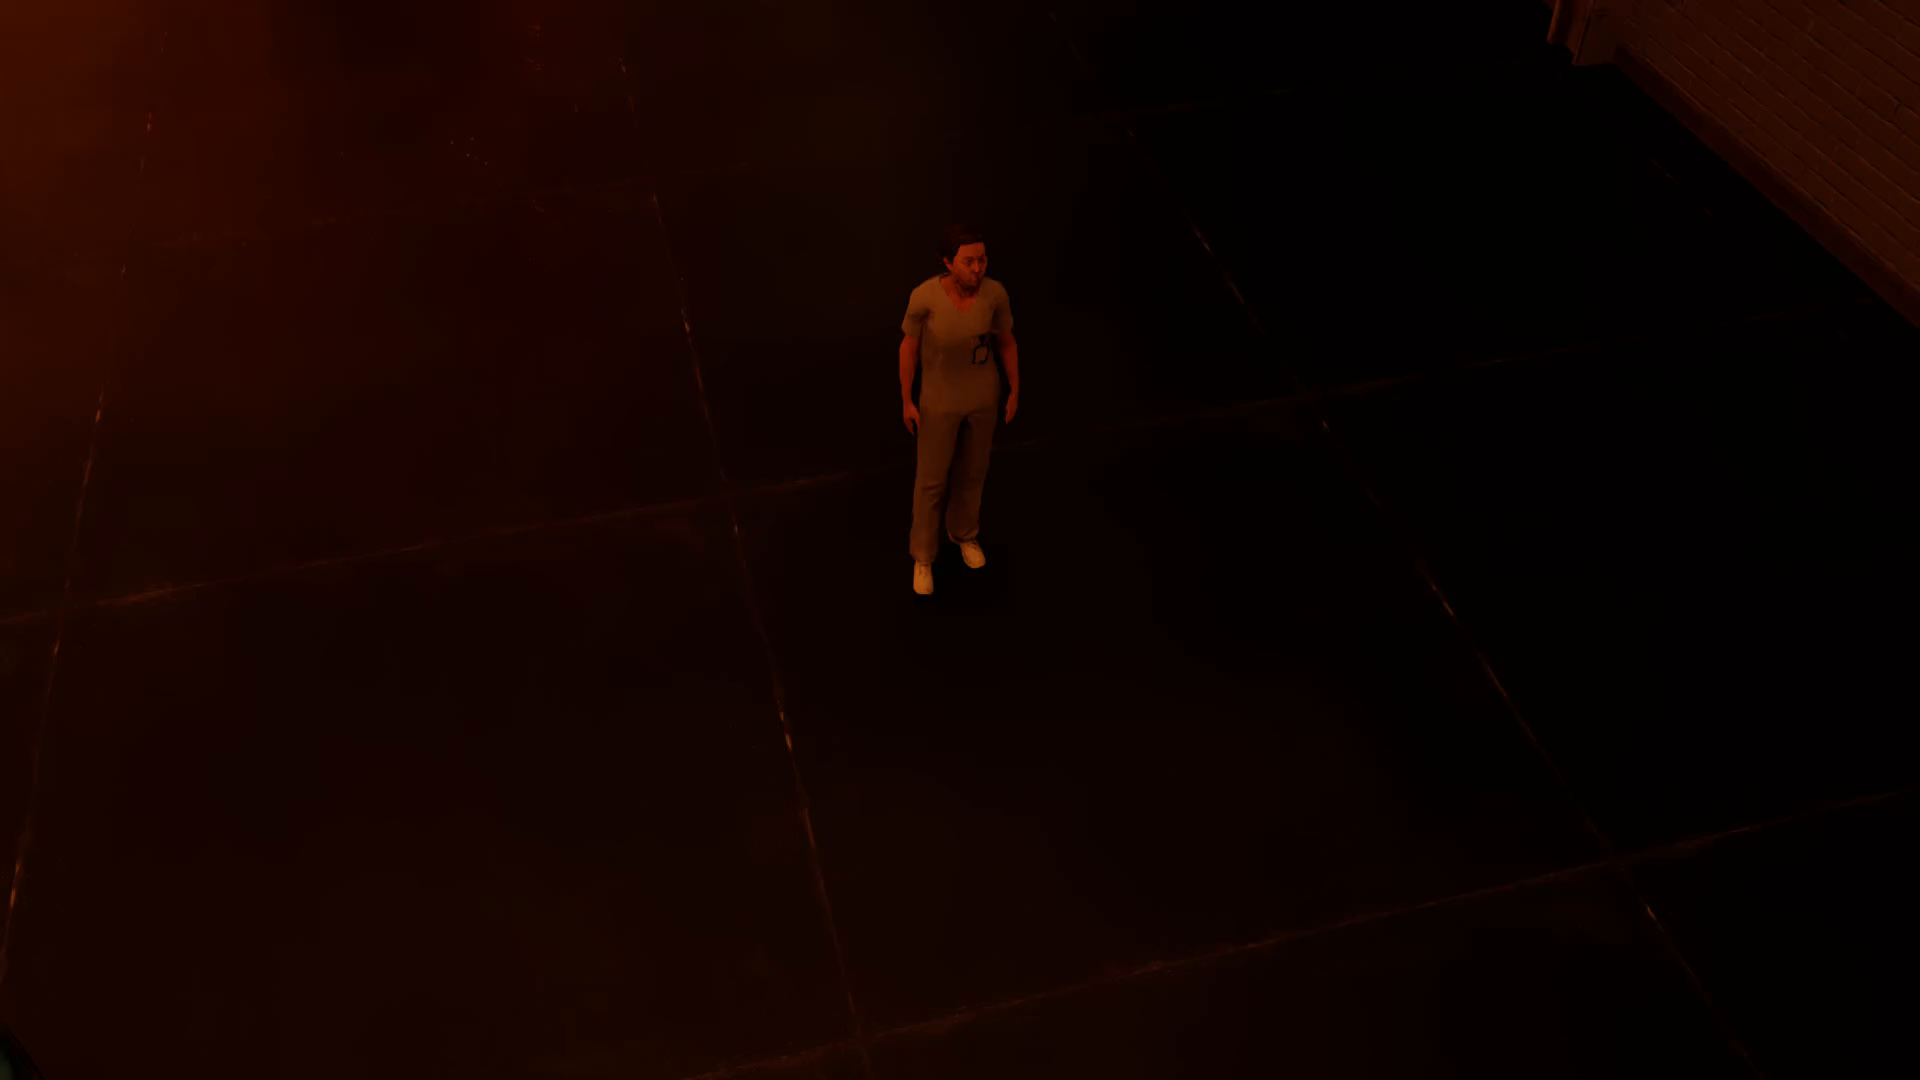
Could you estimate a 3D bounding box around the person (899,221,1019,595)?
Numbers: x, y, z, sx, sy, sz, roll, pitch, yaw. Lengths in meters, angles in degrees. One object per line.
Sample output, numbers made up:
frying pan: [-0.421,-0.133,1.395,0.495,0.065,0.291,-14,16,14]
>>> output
person: [0.006,-0.563,7.144,0.550,1.674,0.548,-10,44,-11]

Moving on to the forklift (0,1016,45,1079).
forklift: [-4.033,1.702,3.844,3.031,2.935,1.130,-34,53,-31]
